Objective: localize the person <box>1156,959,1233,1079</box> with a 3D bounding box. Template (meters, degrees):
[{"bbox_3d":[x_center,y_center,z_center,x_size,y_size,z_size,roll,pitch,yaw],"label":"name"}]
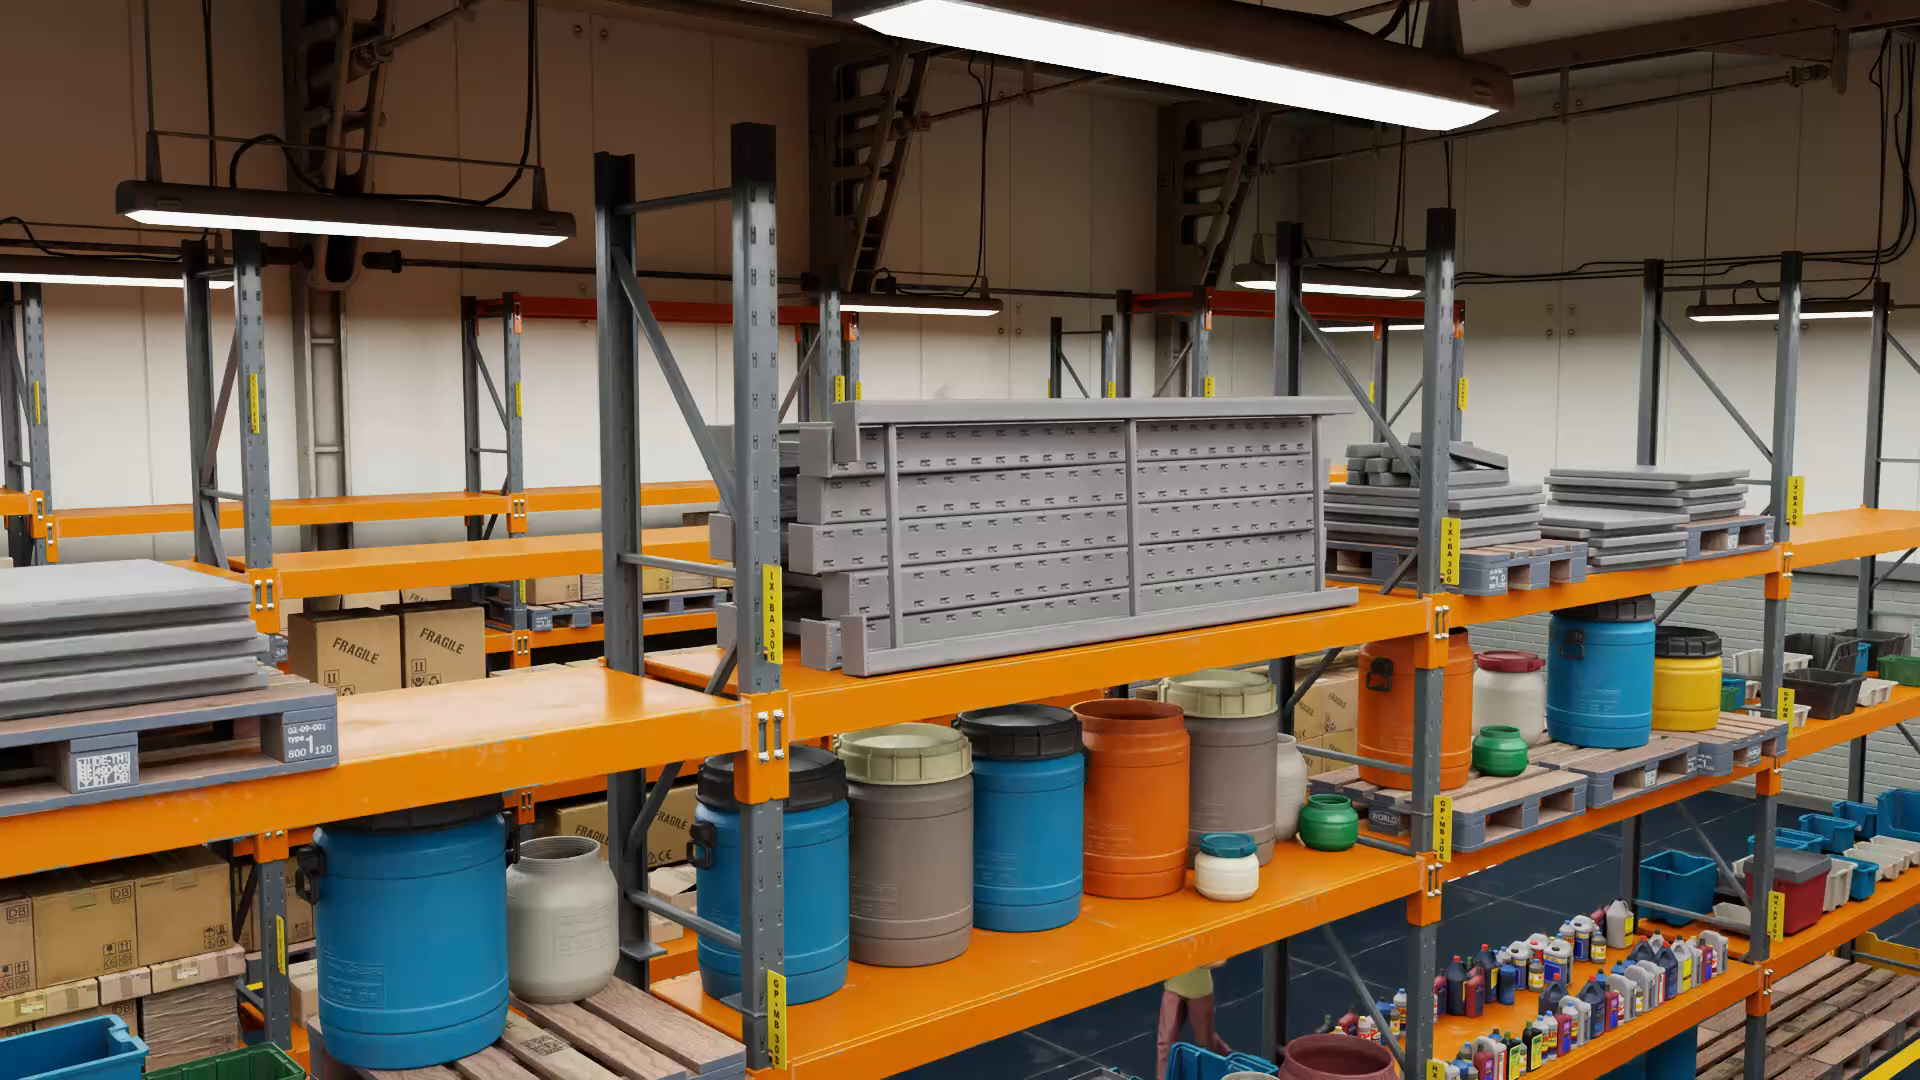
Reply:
[{"bbox_3d":[1.632,3.201,11.778,0.575,1.646,0.970,4,7,37],"label":"person"}]
